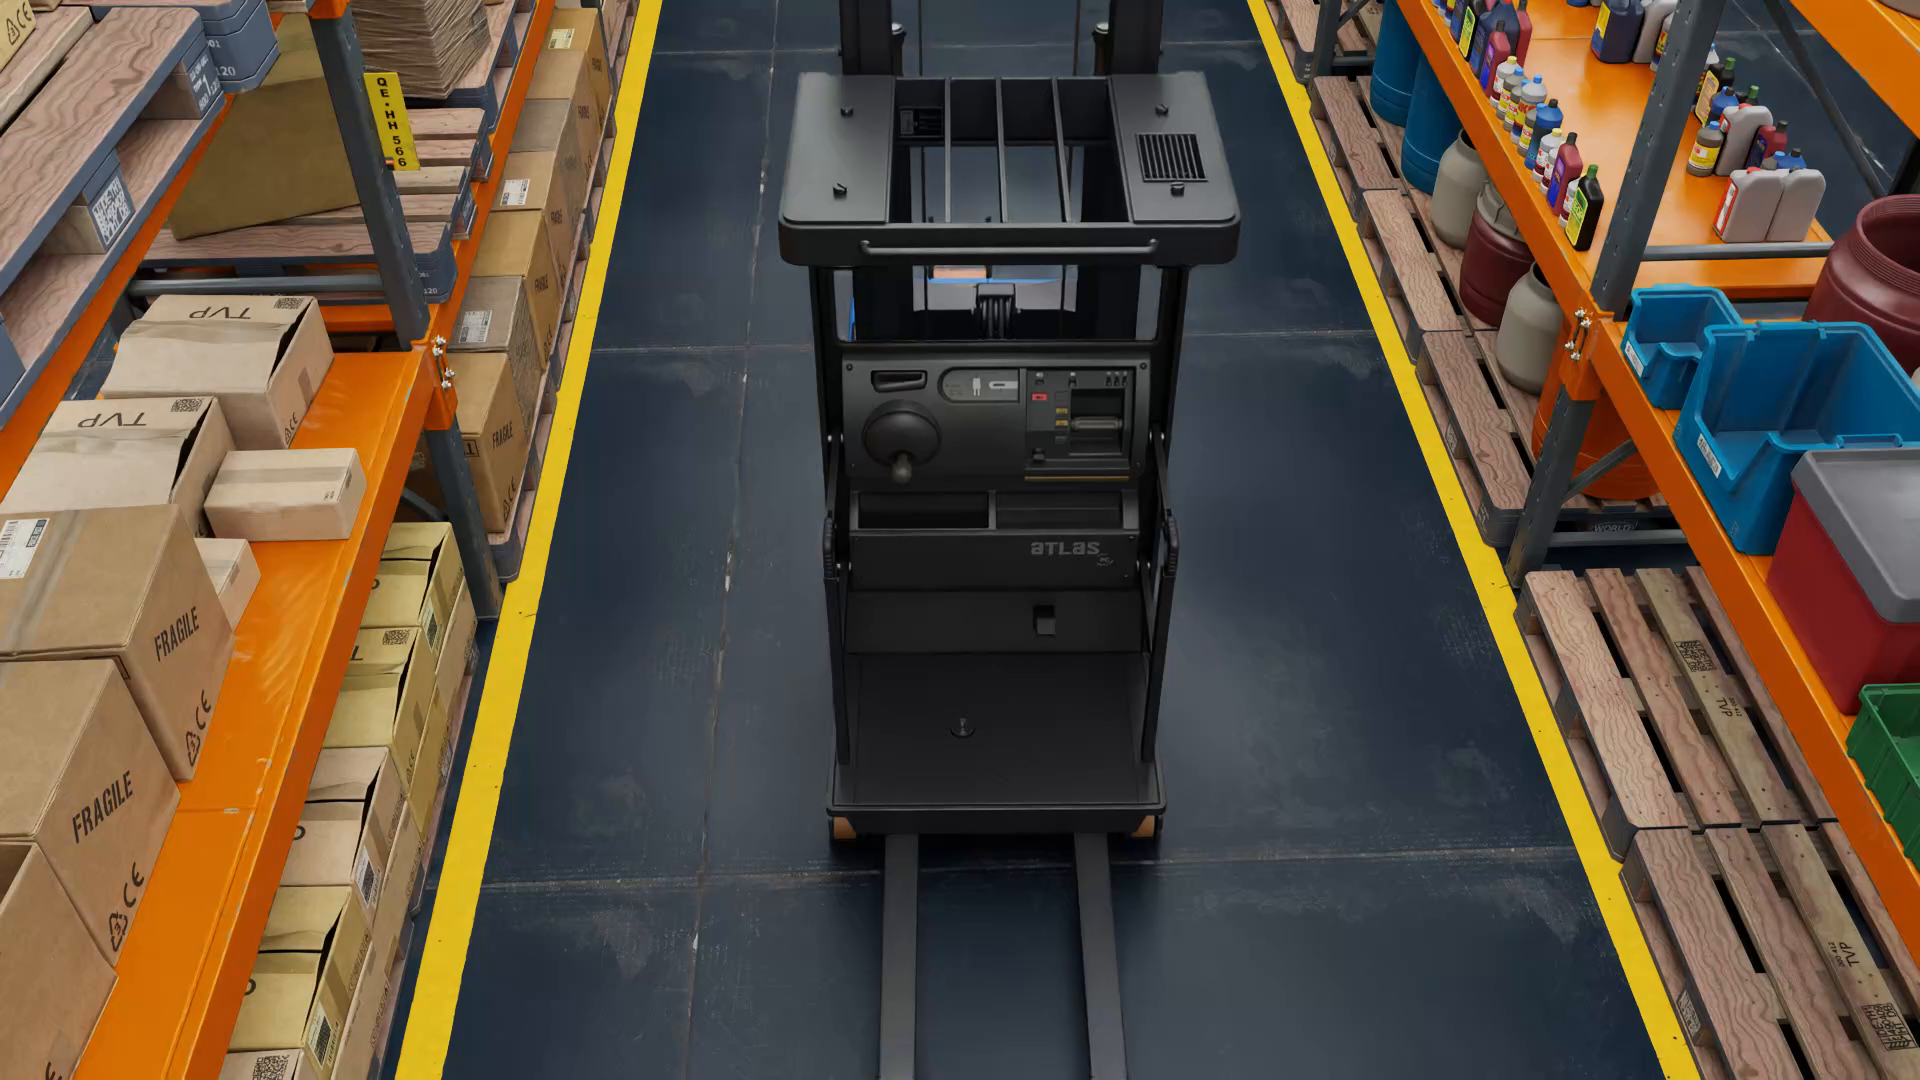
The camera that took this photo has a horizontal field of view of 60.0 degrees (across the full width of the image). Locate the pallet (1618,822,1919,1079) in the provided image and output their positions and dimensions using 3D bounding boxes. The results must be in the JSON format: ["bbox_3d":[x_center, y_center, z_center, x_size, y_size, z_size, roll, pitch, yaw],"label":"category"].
[{"bbox_3d":[2.712,1.410,5.055,1.003,0.211,1.213,-2,43,-2],"label":"pallet"}]

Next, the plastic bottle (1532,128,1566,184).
[{"bbox_3d":[2.225,-1.451,6.260,0.097,0.201,0.097,0,43,0],"label":"plastic bottle"}]

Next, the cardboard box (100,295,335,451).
[{"bbox_3d":[-2.308,-0.544,5.190,0.500,0.311,0.500,1,43,1],"label":"cardboard box"}]

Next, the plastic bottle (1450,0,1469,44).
[{"bbox_3d":[2.198,-2.301,7.077,0.144,0.351,0.185,-2,43,-2],"label":"plastic bottle"}]

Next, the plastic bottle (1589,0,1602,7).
[{"bbox_3d":[2.891,-2.527,7.379,0.152,0.276,0.135,-2,43,-2],"label":"plastic bottle"}]

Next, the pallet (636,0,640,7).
[{"bbox_3d":[-2.533,-3.785,10.724,1.003,0.211,1.213,-2,43,-2],"label":"pallet"}]

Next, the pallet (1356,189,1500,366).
[{"bbox_3d":[2.545,-1.288,7.999,1.003,0.211,1.213,-2,43,-2],"label":"pallet"}]

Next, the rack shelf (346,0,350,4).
[{"bbox_3d":[-2.365,-3.015,6.131,1.077,0.370,4.000,-2,43,-2],"label":"rack shelf"}]

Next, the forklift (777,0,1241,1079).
[{"bbox_3d":[0.113,-0.283,4.890,1.130,2.935,3.031,0,43,0],"label":"forklift"}]

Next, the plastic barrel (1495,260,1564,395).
[{"bbox_3d":[2.518,-0.910,7.053,0.421,0.512,0.421,0,43,0],"label":"plastic barrel"}]

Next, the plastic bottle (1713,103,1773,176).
[{"bbox_3d":[2.954,-1.532,6.293,0.152,0.276,0.135,-2,43,-2],"label":"plastic bottle"}]

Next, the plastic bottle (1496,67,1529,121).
[{"bbox_3d":[2.204,-1.780,6.619,0.097,0.201,0.097,0,43,0],"label":"plastic bottle"}]

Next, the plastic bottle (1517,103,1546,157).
[{"bbox_3d":[2.217,-1.582,6.404,0.097,0.201,0.097,0,43,0],"label":"plastic bottle"}]

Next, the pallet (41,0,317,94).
[{"bbox_3d":[-2.162,-1.404,3.982,1.213,0.211,1.003,0,43,0],"label":"pallet"}]

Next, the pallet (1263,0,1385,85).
[{"bbox_3d":[2.429,-3.131,10.010,1.003,0.211,1.213,-2,43,-2],"label":"pallet"}]

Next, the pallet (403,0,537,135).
[{"bbox_3d":[-2.367,-2.066,6.926,1.003,0.211,1.213,-2,43,-2],"label":"pallet"}]

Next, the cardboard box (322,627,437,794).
[{"bbox_3d":[-1.983,0.525,5.266,0.500,0.311,0.500,-2,43,-2],"label":"cardboard box"}]

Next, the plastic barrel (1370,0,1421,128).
[{"bbox_3d":[2.505,-2.677,8.693,0.600,0.901,0.708,-2,43,-2],"label":"plastic barrel"}]

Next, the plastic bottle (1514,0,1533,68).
[{"bbox_3d":[2.313,-2.082,6.888,0.061,0.283,0.133,-2,43,-2],"label":"plastic bottle"}]

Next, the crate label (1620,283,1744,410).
[{"bbox_3d":[2.312,-0.607,5.316,0.303,0.233,0.416,-2,43,-2],"label":"crate label"}]

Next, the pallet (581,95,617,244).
[{"bbox_3d":[-2.378,-1.948,8.719,1.003,0.211,1.213,-2,43,-2],"label":"pallet"}]

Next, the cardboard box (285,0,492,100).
[{"bbox_3d":[-2.268,-2.060,6.393,0.700,0.500,0.500,6,43,6],"label":"cardboard box"}]

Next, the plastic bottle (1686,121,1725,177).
[{"bbox_3d":[2.830,-1.488,6.300,0.097,0.201,0.097,0,43,0],"label":"plastic bottle"}]

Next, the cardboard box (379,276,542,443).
[{"bbox_3d":[-2.042,-0.733,6.854,0.500,0.500,0.500,-3,43,-3],"label":"cardboard box"}]

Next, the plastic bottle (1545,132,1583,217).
[{"bbox_3d":[2.216,-1.337,6.075,0.061,0.283,0.133,-2,43,-2],"label":"plastic bottle"}]

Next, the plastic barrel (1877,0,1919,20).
[{"bbox_3d":[2.487,-1.693,3.787,0.600,0.901,0.600,0,43,0],"label":"plastic barrel"}]

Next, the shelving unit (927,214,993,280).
[{"bbox_3d":[-0.001,-0.734,6.663,0.258,1.200,0.189,0,43,0],"label":"shelving unit"}]

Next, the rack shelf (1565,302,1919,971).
[{"bbox_3d":[2.754,0.652,4.351,1.077,0.370,4.000,-2,43,-2],"label":"rack shelf"}]

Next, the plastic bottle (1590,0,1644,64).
[{"bbox_3d":[2.765,-2.196,6.962,0.144,0.351,0.185,-2,43,-2],"label":"plastic bottle"}]

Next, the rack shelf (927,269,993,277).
[{"bbox_3d":[-0.001,-0.967,6.449,0.258,0.103,0.180,0,43,0],"label":"rack shelf"}]

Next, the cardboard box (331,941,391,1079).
[{"bbox_3d":[-1.946,1.418,4.707,0.500,0.250,0.500,-1,43,-1],"label":"cardboard box"}]

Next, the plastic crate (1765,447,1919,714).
[{"bbox_3d":[2.432,0.113,4.360,0.402,0.464,0.583,-2,43,-2],"label":"plastic crate"}]

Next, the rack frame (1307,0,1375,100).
[{"bbox_3d":[2.499,-3.664,8.527,1.000,3.000,0.127,-2,43,-2],"label":"rack frame"}]

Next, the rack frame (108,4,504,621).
[{"bbox_3d":[-2.280,-0.824,5.429,1.000,3.000,0.127,-2,43,-2],"label":"rack frame"}]

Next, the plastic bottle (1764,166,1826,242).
[{"bbox_3d":[2.973,-1.219,5.952,0.152,0.276,0.135,-2,43,-2],"label":"plastic bottle"}]

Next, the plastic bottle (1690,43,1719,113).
[{"bbox_3d":[2.961,-1.855,6.649,0.097,0.271,0.097,0,43,0],"label":"plastic bottle"}]

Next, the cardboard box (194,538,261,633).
[{"bbox_3d":[-2.170,0.128,4.576,0.380,0.149,0.250,1,43,1],"label":"cardboard box"}]

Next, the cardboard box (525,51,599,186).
[{"bbox_3d":[-2.130,-2.106,8.352,0.500,0.500,0.500,-2,43,-2],"label":"cardboard box"}]

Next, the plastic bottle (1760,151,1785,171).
[{"bbox_3d":[2.992,-1.336,6.135,0.097,0.201,0.097,0,43,0],"label":"plastic bottle"}]

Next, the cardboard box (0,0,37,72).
[{"bbox_3d":[-2.151,-0.985,3.185,0.500,0.250,0.500,-2,43,-3],"label":"cardboard box"}]

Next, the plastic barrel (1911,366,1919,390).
[{"bbox_3d":[2.926,-0.316,4.792,0.421,0.512,0.421,0,43,0],"label":"plastic barrel"}]

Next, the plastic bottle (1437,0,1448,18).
[{"bbox_3d":[2.165,-2.432,7.279,0.097,0.271,0.097,0,43,0],"label":"plastic bottle"}]

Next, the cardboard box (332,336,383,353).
[{"bbox_3d":[-2.554,-0.689,6.806,0.500,0.500,0.500,0,43,0],"label":"cardboard box"}]

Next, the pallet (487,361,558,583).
[{"bbox_3d":[-2.274,-0.301,6.922,1.003,0.211,1.213,-2,43,-2],"label":"pallet"}]

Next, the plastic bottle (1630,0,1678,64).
[{"bbox_3d":[2.914,-2.155,6.973,0.152,0.276,0.135,-2,43,-2],"label":"plastic bottle"}]

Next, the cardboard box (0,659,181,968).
[{"bbox_3d":[-2.170,0.627,3.772,0.500,0.500,0.500,-2,43,-2],"label":"cardboard box"}]

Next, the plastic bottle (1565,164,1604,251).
[{"bbox_3d":[2.225,-1.181,5.905,0.061,0.283,0.133,-2,43,-2],"label":"plastic bottle"}]

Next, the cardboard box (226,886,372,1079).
[{"bbox_3d":[-1.946,1.205,4.525,0.500,0.311,0.500,-1,43,-1],"label":"cardboard box"}]

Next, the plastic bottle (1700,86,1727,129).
[{"bbox_3d":[2.971,-1.673,6.502,0.097,0.201,0.097,0,43,0],"label":"plastic bottle"}]

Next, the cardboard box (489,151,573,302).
[{"bbox_3d":[-2.085,-1.424,7.608,0.500,0.500,0.500,-3,43,-3],"label":"cardboard box"}]

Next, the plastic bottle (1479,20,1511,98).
[{"bbox_3d":[2.177,-1.953,6.747,0.061,0.283,0.133,-2,43,-2],"label":"plastic bottle"}]

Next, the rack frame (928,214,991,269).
[{"bbox_3d":[-0.002,-0.796,6.730,0.240,1.200,0.006,0,43,0],"label":"rack frame"}]

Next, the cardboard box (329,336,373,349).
[{"bbox_3d":[-2.561,-1.004,6.594,0.500,0.250,0.500,0,43,0],"label":"cardboard box"}]

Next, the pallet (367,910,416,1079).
[{"bbox_3d":[-2.235,1.583,4.867,1.003,0.211,1.213,-2,43,-2],"label":"pallet"}]

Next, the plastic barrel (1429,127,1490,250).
[{"bbox_3d":[2.470,-1.672,7.885,0.421,0.512,0.421,0,43,0],"label":"plastic barrel"}]

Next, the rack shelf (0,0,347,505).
[{"bbox_3d":[-2.195,-0.314,3.185,1.077,0.370,4.000,-2,43,-2],"label":"rack shelf"}]

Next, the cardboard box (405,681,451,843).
[{"bbox_3d":[-1.989,0.731,5.457,0.500,0.250,0.500,-2,43,-2],"label":"cardboard box"}]

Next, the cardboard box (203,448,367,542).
[{"bbox_3d":[-1.966,-0.132,4.860,0.380,0.149,0.250,-2,43,-2],"label":"cardboard box"}]

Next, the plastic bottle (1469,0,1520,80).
[{"bbox_3d":[2.212,-2.086,6.843,0.144,0.351,0.185,-2,43,-2],"label":"plastic bottle"}]
